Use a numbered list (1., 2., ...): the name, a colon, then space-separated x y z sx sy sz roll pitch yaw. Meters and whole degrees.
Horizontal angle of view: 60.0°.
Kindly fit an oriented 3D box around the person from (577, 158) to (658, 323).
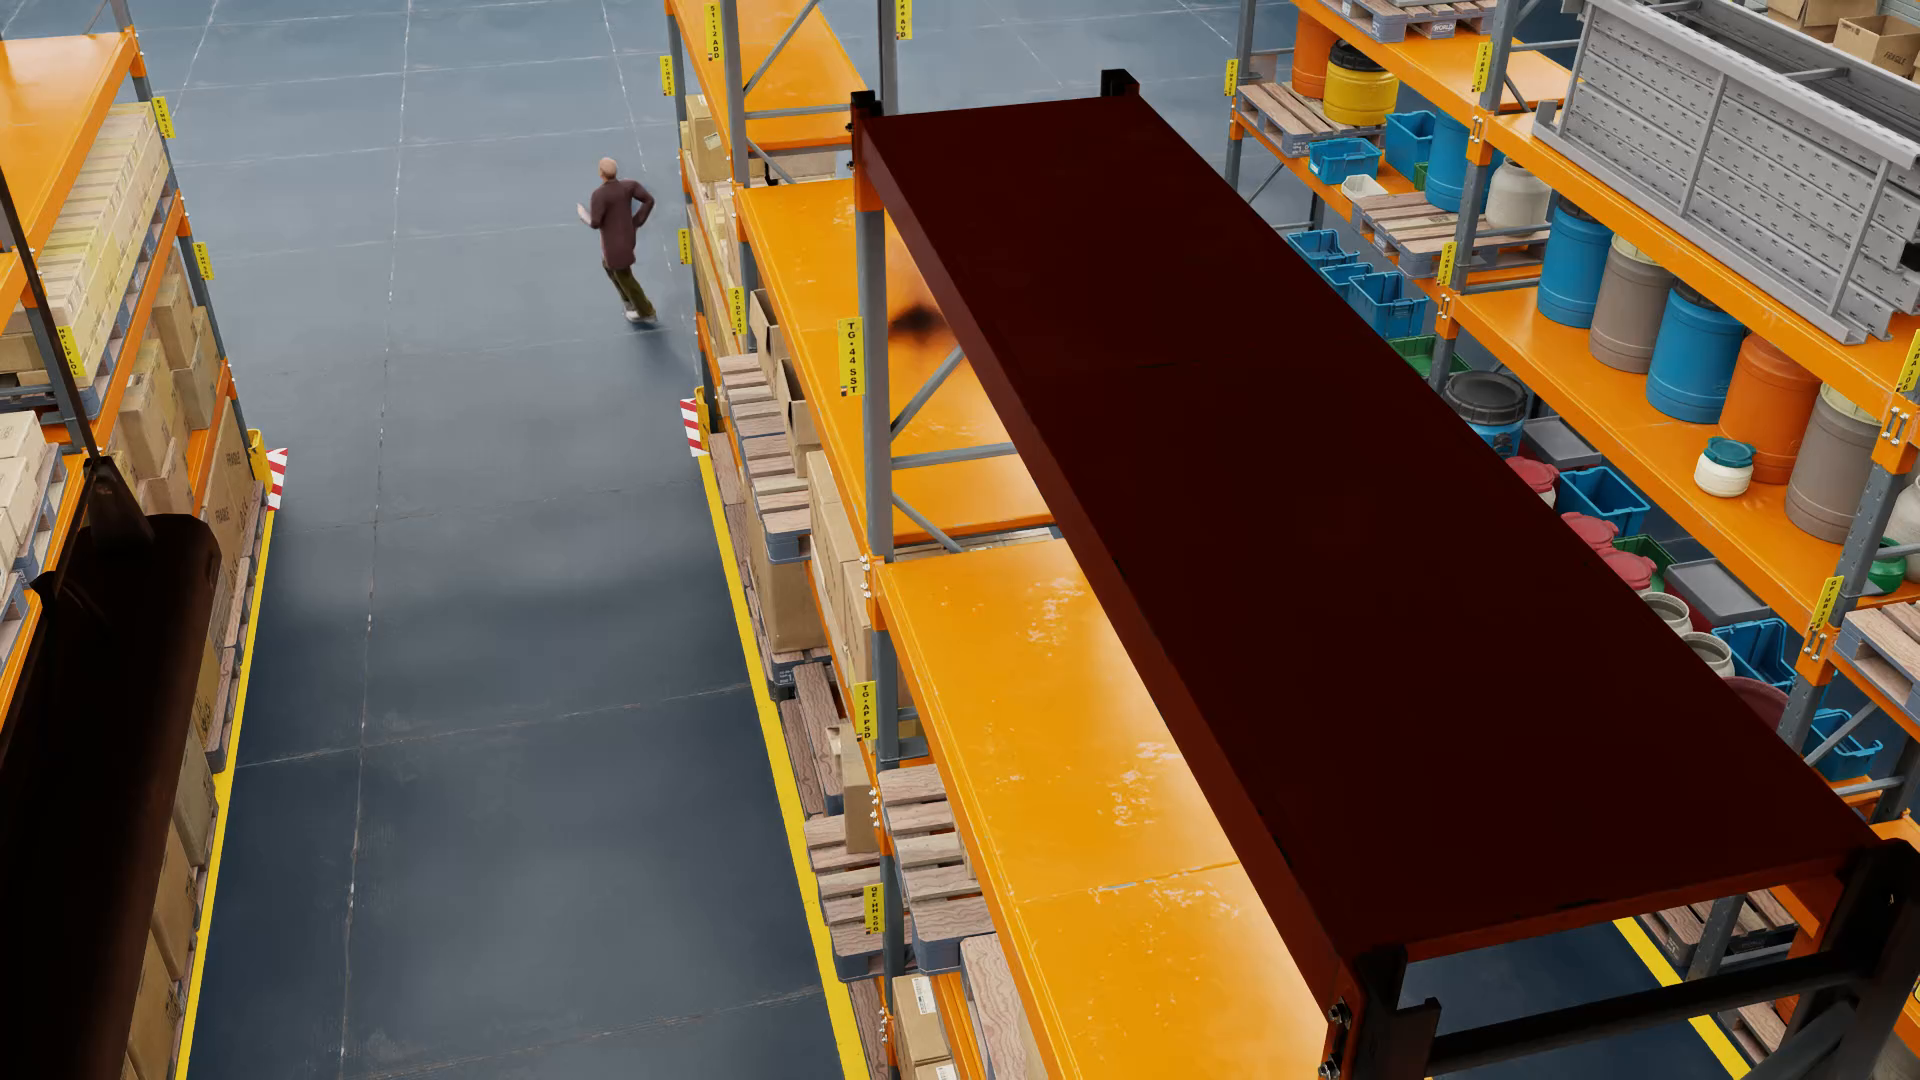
1. person: -3.506 -3.024 16.973 0.787 1.820 0.669 17 38 24
